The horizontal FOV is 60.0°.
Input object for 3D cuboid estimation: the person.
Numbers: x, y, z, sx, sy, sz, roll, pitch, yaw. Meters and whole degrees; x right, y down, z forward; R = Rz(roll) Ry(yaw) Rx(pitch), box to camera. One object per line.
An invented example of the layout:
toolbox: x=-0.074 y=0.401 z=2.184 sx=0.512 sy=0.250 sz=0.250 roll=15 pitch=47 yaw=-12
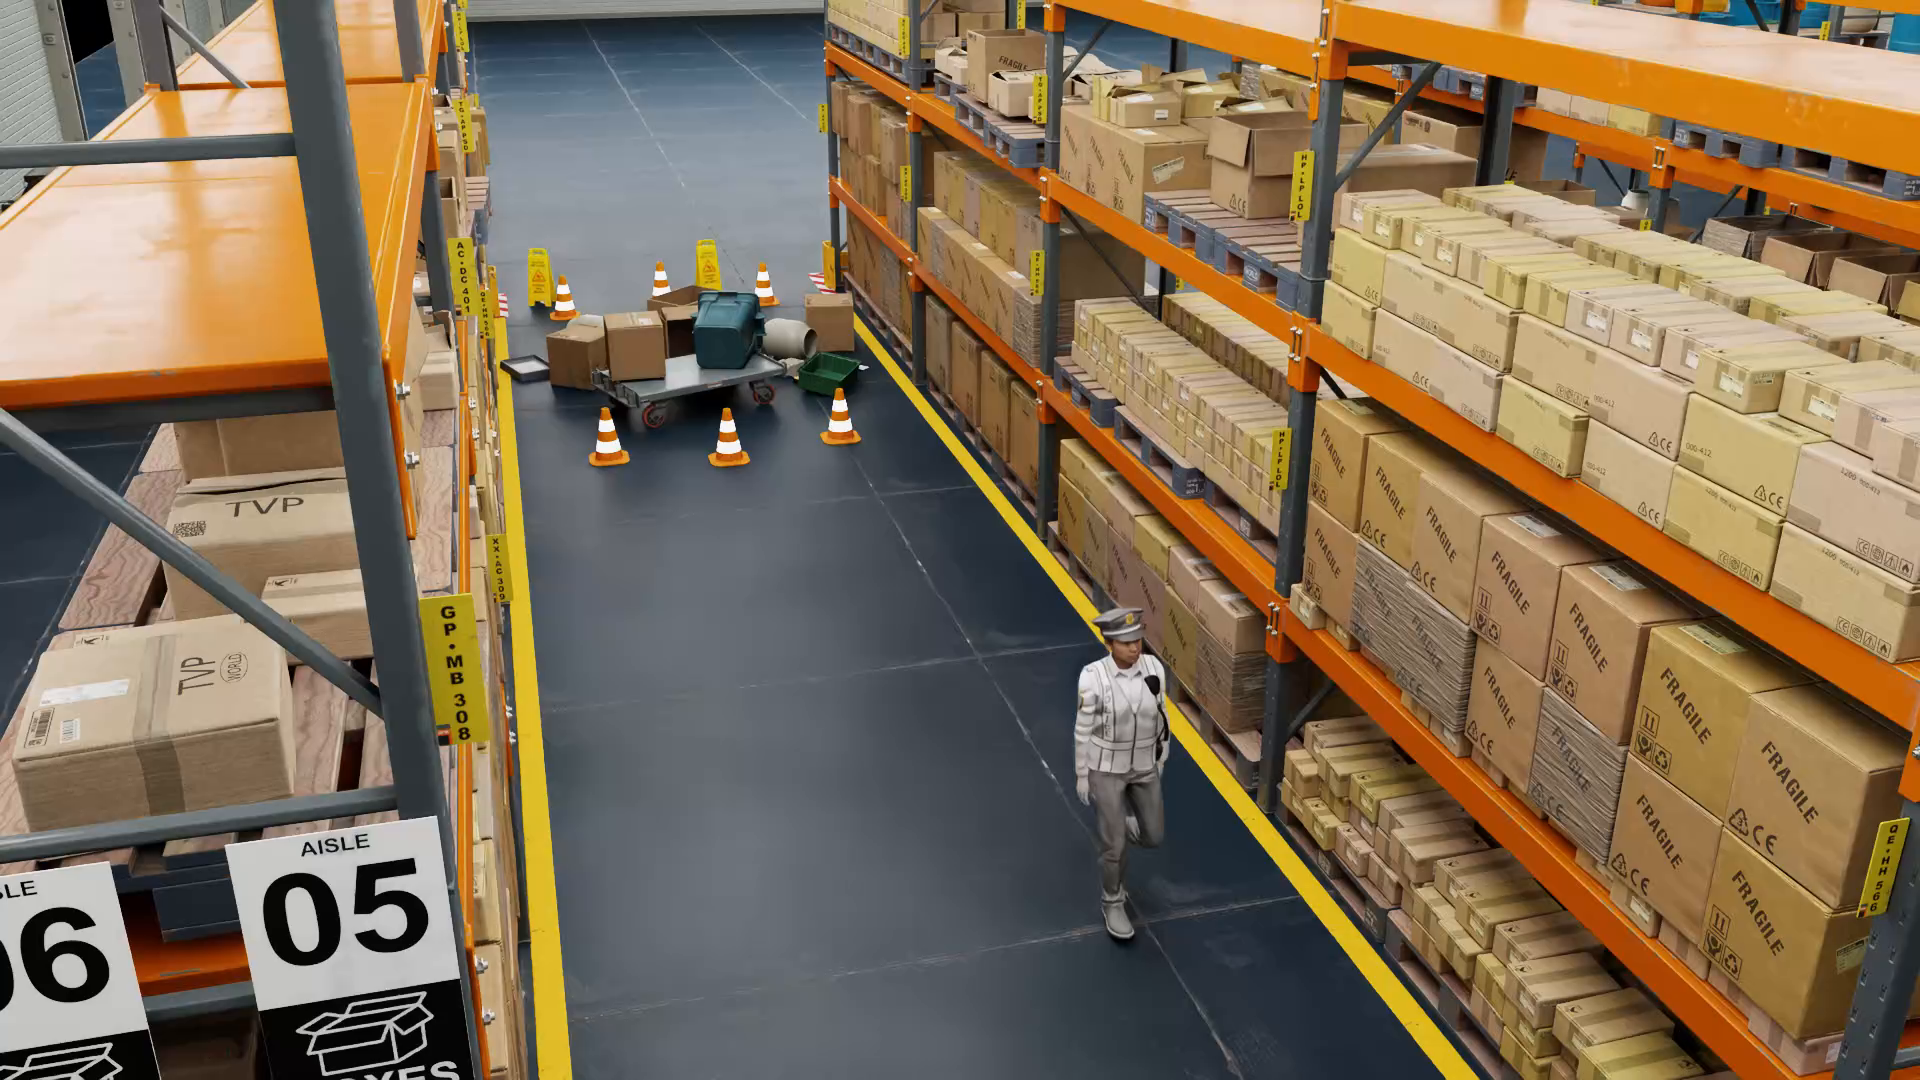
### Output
person: x=-0.713 y=-0.555 z=8.922 sx=6.295 sy=2.361 sz=21.617 roll=-7 pitch=24 yaw=-17
